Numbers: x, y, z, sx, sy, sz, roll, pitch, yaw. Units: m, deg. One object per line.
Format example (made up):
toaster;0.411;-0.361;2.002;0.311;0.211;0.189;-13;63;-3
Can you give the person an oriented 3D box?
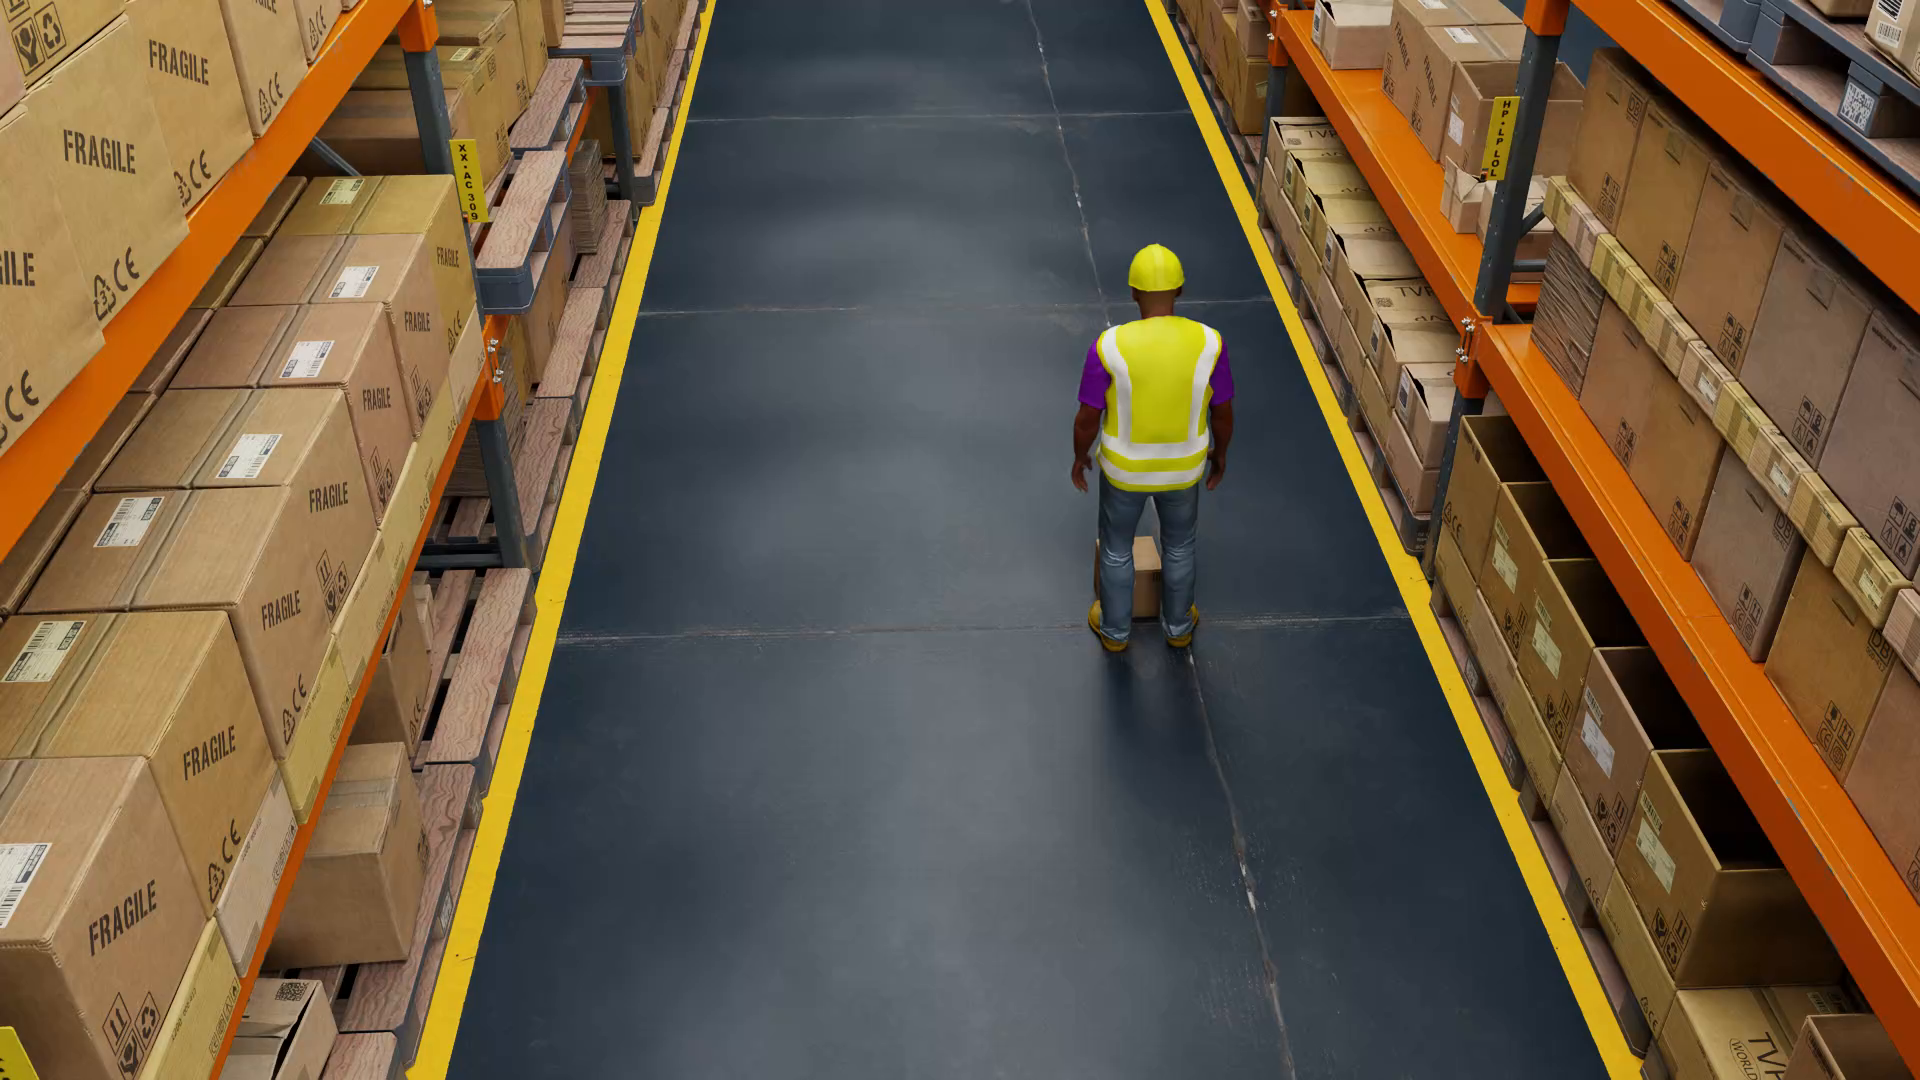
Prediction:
person;0.755;-0.327;6.594;0.627;1.761;0.456;-1;35;-2
